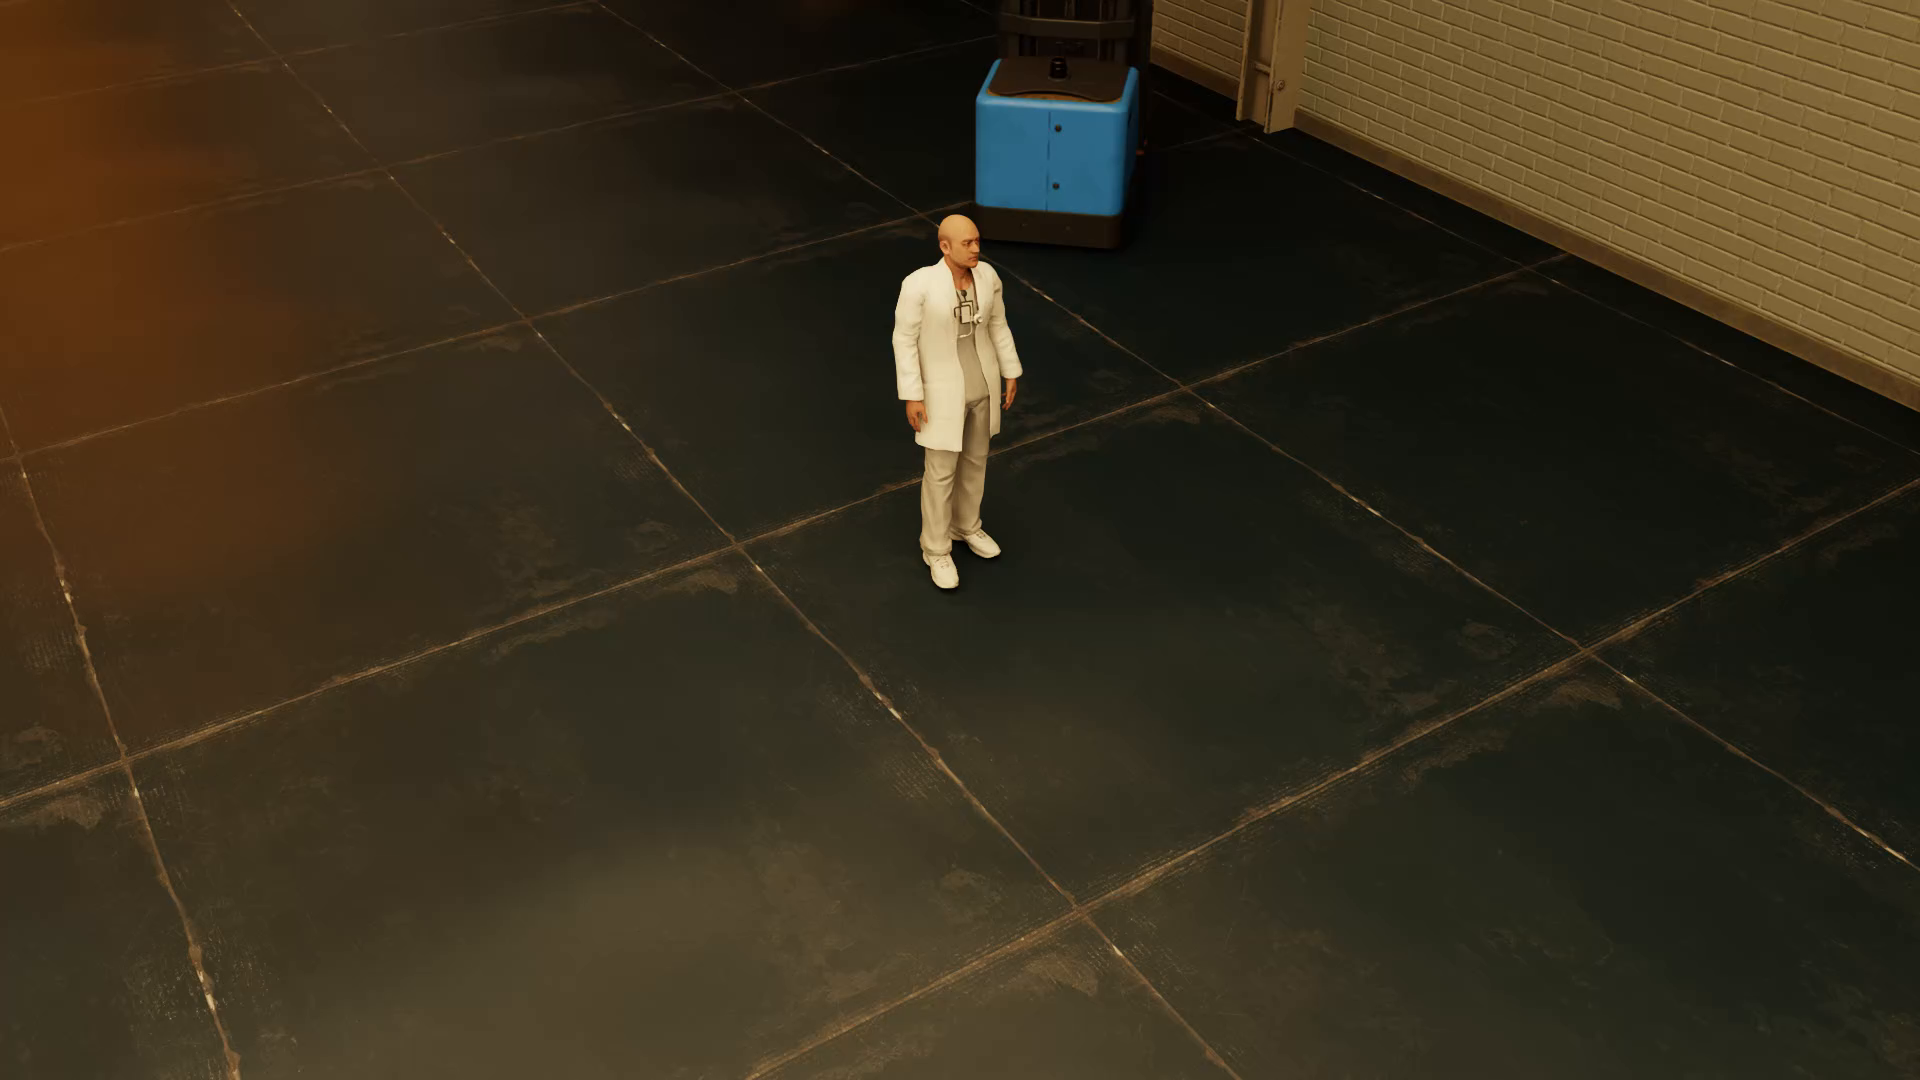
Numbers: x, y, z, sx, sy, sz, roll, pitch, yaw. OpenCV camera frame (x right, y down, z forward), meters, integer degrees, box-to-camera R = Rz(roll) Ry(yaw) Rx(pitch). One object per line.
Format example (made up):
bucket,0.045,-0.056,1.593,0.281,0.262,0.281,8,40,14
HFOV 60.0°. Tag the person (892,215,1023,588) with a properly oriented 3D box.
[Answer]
person,0.047,-0.688,8.118,0.696,1.777,0.578,-21,40,-27

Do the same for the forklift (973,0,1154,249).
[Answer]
forklift,0.865,-4.039,11.896,1.130,2.935,3.031,6,36,9
